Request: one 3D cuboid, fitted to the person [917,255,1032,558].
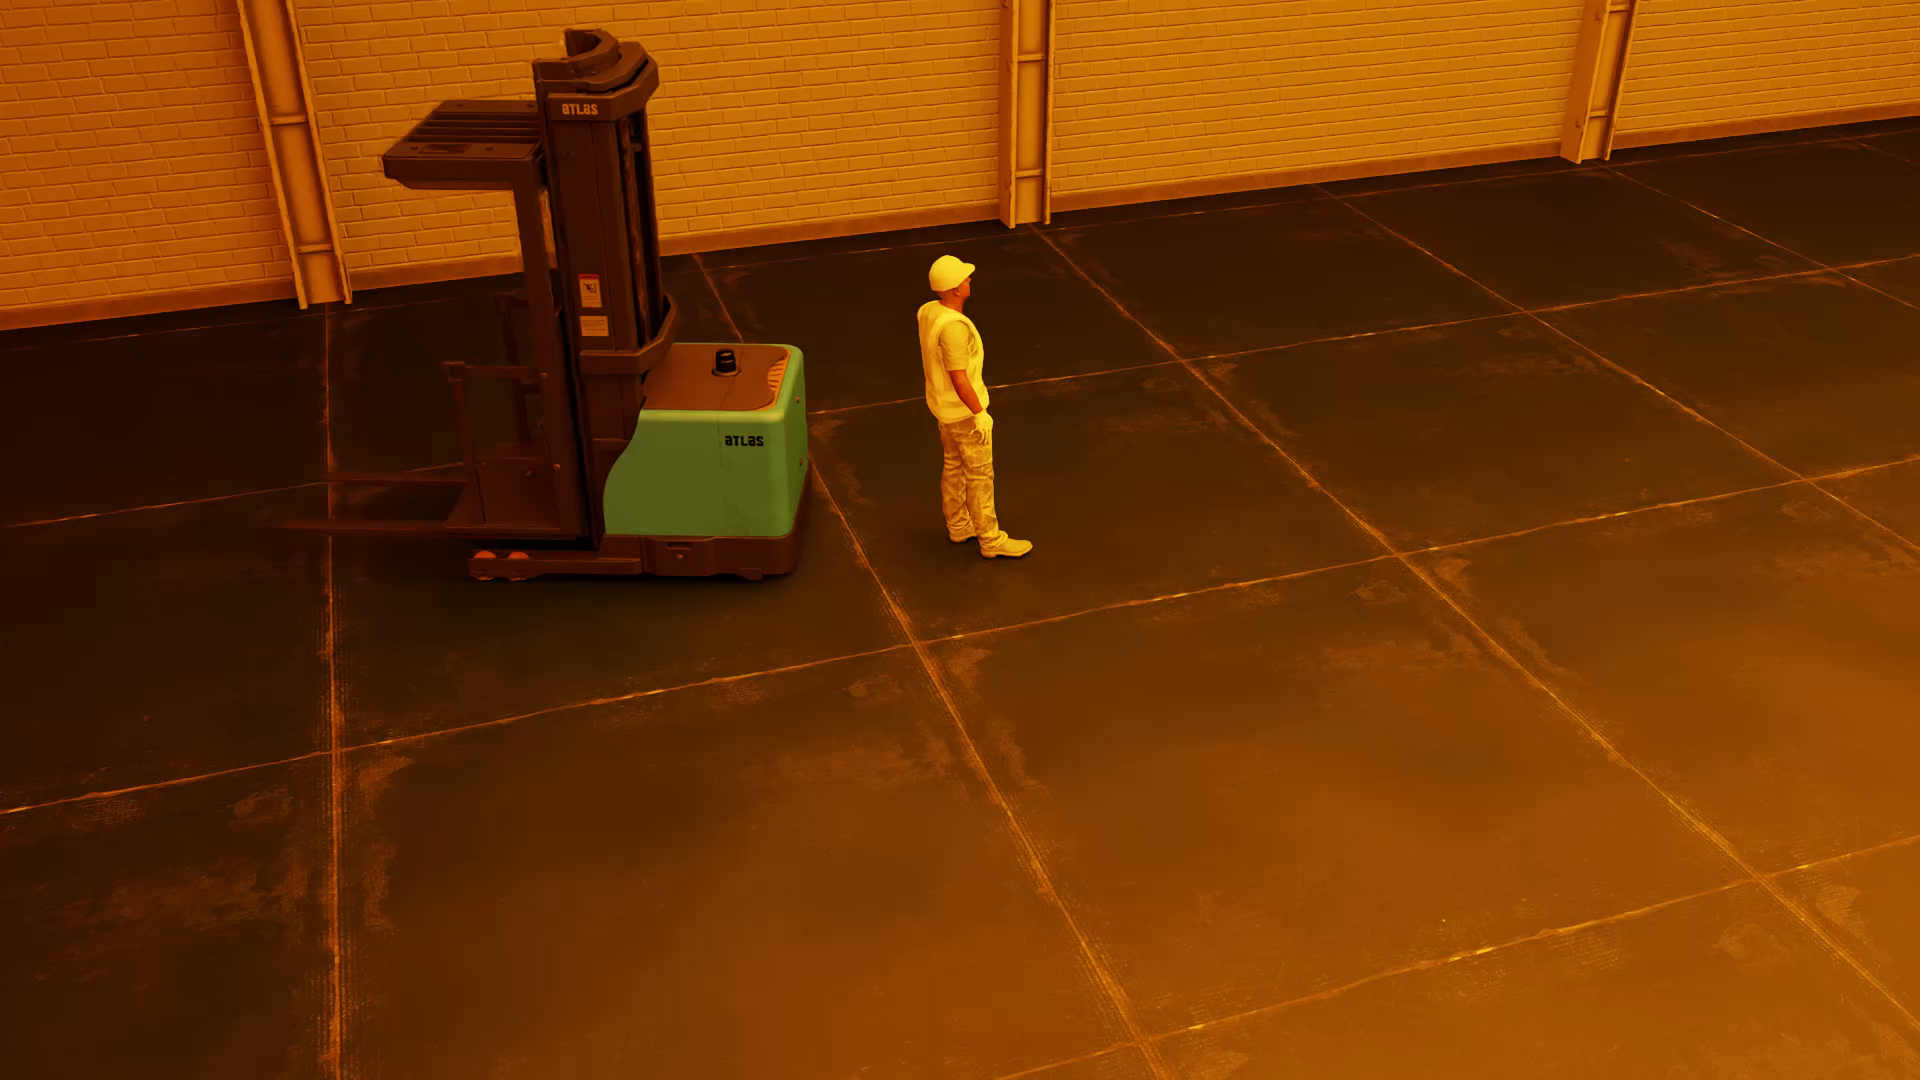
[{"bbox_3d":[0.071,-0.787,9.591,0.577,1.781,0.656,-10,31,-16],"label":"person"}]

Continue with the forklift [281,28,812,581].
[{"bbox_3d":[-2.448,-1.295,9.338,3.031,2.935,1.130,1,30,2],"label":"forklift"}]
